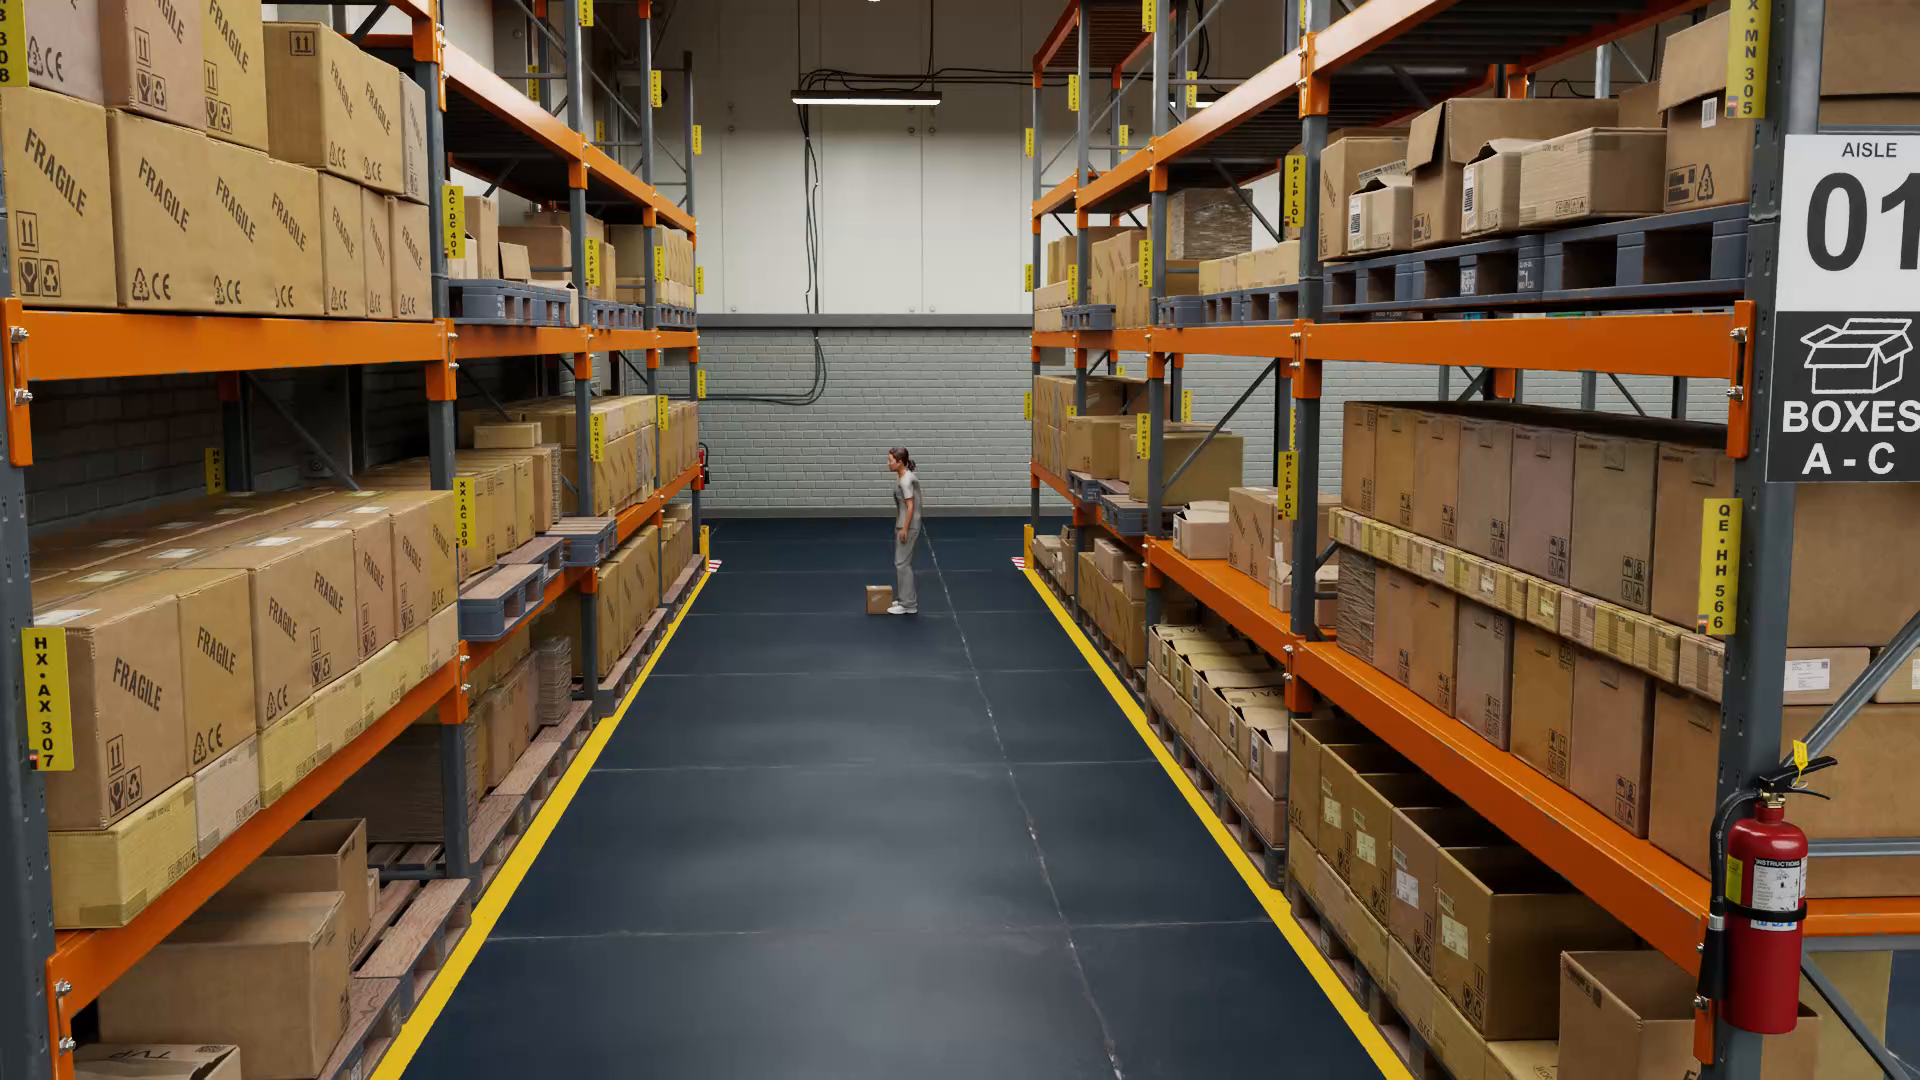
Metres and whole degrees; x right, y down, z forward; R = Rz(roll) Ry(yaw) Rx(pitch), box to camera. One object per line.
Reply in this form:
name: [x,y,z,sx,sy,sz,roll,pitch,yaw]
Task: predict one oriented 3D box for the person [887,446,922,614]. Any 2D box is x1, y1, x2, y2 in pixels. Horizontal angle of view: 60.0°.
person: [-0.564,-0.107,16.639,0.363,1.672,0.514,-1,7,-7]
